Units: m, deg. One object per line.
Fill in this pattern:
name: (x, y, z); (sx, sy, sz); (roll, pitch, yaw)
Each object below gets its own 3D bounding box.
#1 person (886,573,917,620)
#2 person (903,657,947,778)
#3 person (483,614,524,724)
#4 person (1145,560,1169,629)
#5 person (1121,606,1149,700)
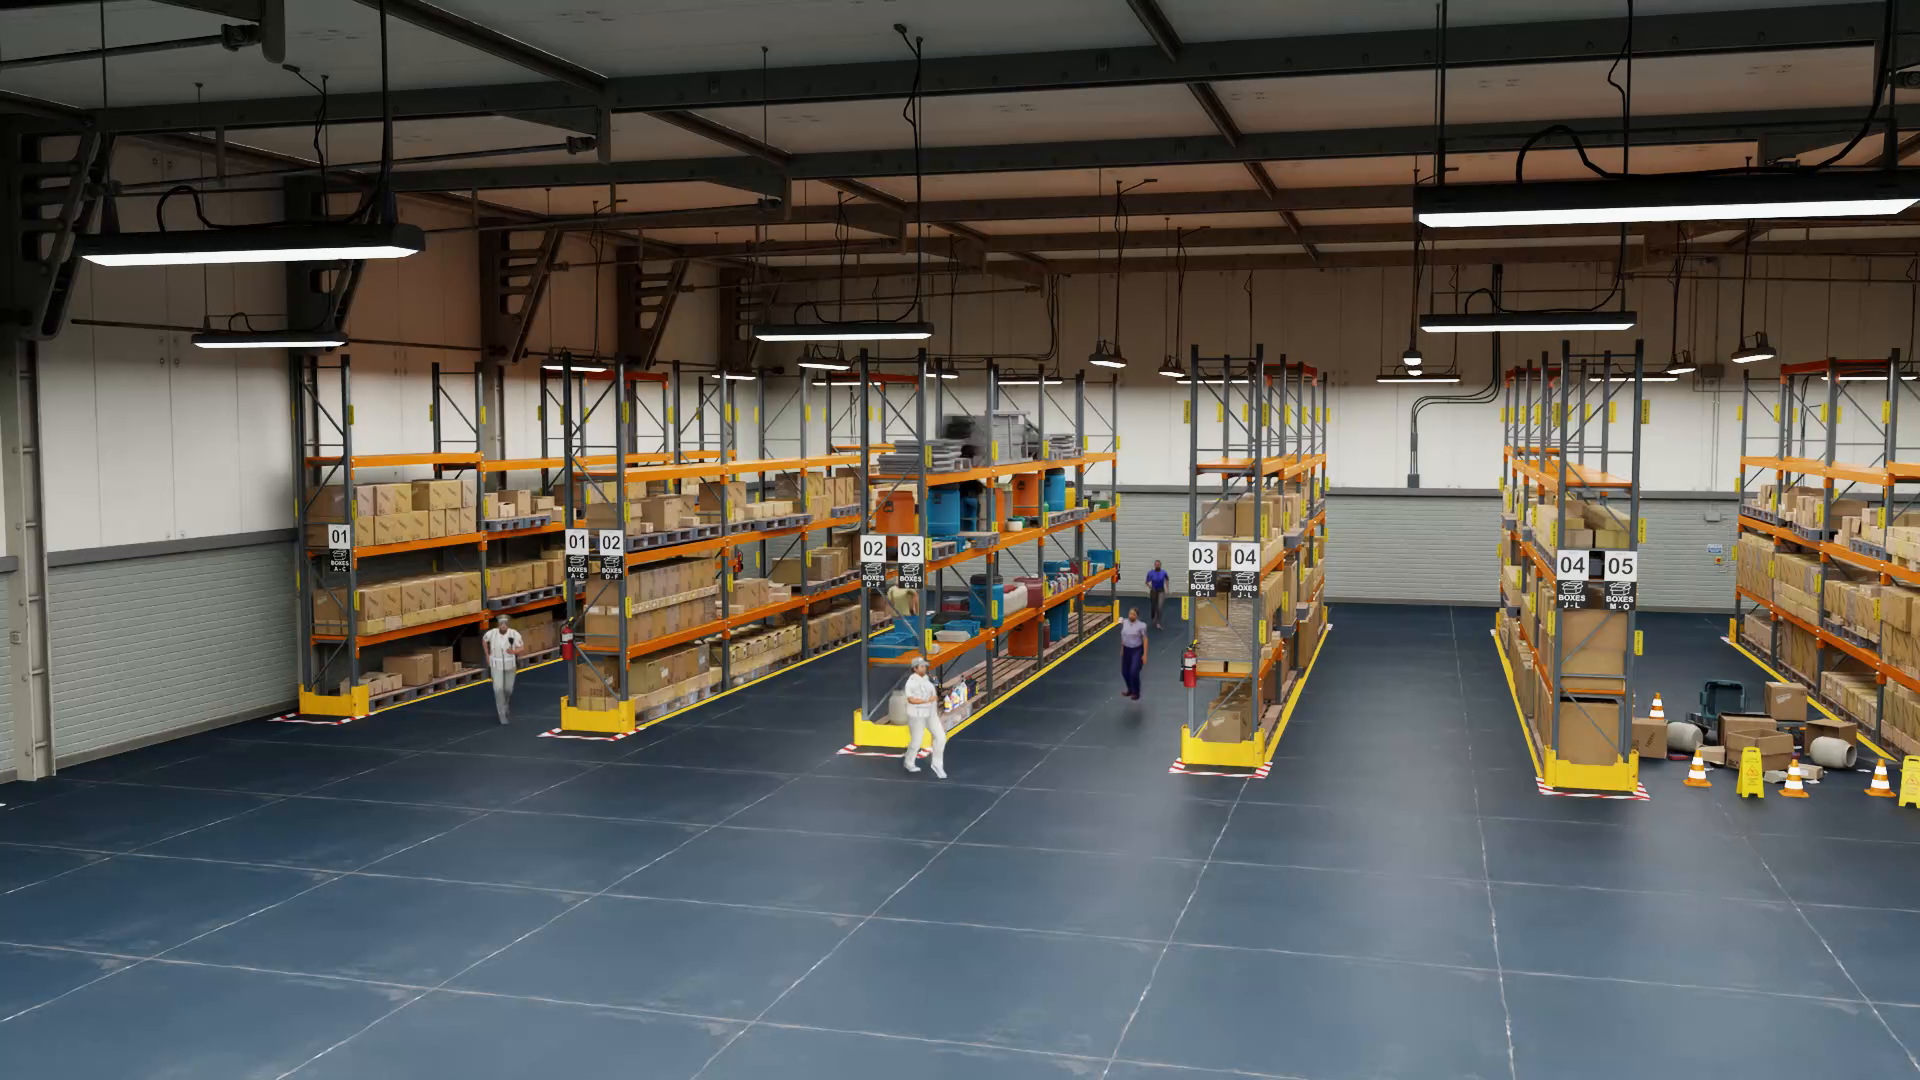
person: (-1.146, 1.503, 31.996); (0.533, 1.767, 0.775); (1, 5, 18)
person: (-0.578, 2.469, 23.006); (0.585, 1.728, 0.667); (-4, 6, -44)
person: (-7.498, 2.108, 27.334); (0.641, 1.843, 0.930); (-2, 5, -20)
person: (4.650, 1.263, 39.246); (0.580, 1.620, 0.824); (0, 4, 2)
person: (2.913, 1.864, 27.675); (0.758, 1.595, 0.579); (4, 6, 43)
